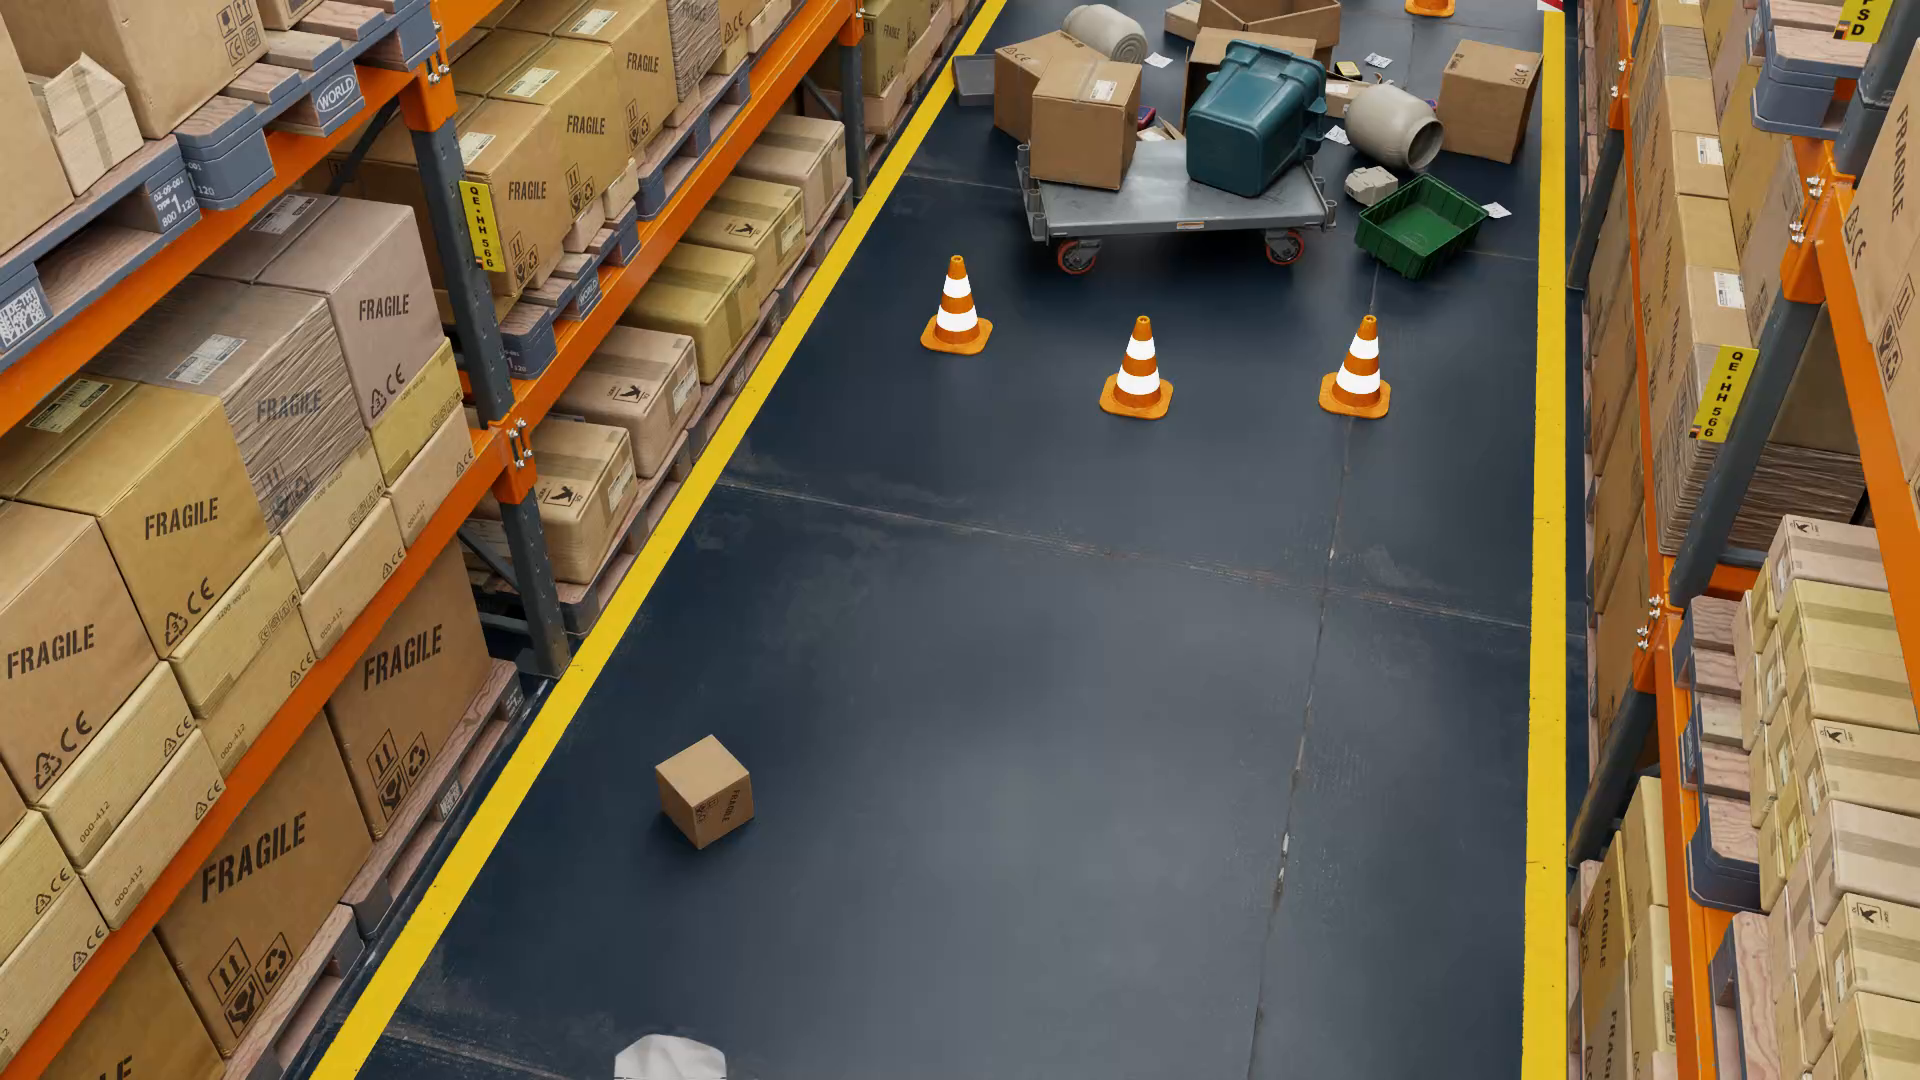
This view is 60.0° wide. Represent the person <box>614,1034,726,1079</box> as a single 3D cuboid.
[{"bbox_3d":[-0.645,1.823,4.085,0.442,1.762,0.538,0,41,0],"label":"person"}]
